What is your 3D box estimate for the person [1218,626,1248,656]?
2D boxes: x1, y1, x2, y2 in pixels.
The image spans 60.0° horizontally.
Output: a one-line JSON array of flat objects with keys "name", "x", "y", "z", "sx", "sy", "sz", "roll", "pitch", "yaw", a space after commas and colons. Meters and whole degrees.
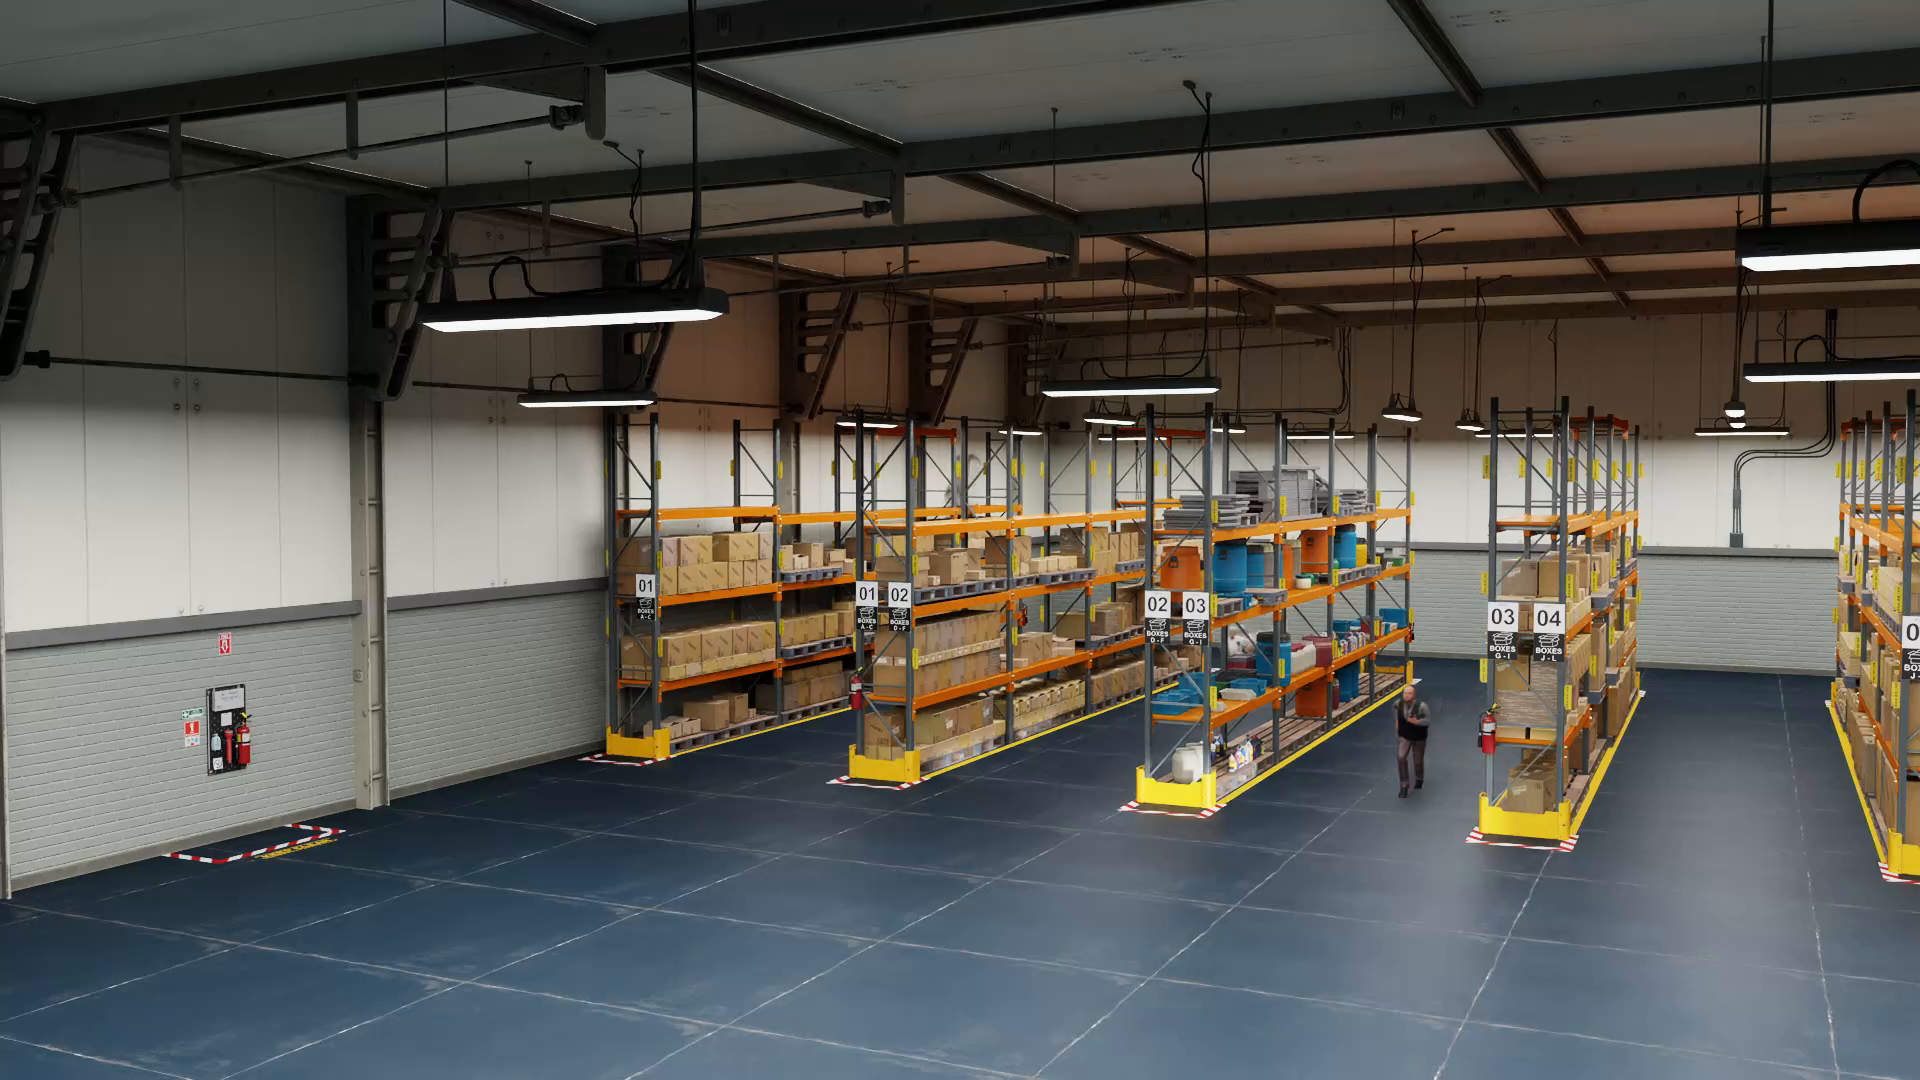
[{"name": "person", "x": 5.858, "y": 2.681, "z": 35.712, "sx": 0.628, "sy": 1.703, "sz": 0.936, "roll": 1, "pitch": 2, "yaw": 16}]

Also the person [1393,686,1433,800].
[{"name": "person", "x": 6.962, "y": 3.089, "z": 25.556, "sx": 0.652, "sy": 1.733, "sz": 0.953, "roll": 1, "pitch": 3, "yaw": 26}]
